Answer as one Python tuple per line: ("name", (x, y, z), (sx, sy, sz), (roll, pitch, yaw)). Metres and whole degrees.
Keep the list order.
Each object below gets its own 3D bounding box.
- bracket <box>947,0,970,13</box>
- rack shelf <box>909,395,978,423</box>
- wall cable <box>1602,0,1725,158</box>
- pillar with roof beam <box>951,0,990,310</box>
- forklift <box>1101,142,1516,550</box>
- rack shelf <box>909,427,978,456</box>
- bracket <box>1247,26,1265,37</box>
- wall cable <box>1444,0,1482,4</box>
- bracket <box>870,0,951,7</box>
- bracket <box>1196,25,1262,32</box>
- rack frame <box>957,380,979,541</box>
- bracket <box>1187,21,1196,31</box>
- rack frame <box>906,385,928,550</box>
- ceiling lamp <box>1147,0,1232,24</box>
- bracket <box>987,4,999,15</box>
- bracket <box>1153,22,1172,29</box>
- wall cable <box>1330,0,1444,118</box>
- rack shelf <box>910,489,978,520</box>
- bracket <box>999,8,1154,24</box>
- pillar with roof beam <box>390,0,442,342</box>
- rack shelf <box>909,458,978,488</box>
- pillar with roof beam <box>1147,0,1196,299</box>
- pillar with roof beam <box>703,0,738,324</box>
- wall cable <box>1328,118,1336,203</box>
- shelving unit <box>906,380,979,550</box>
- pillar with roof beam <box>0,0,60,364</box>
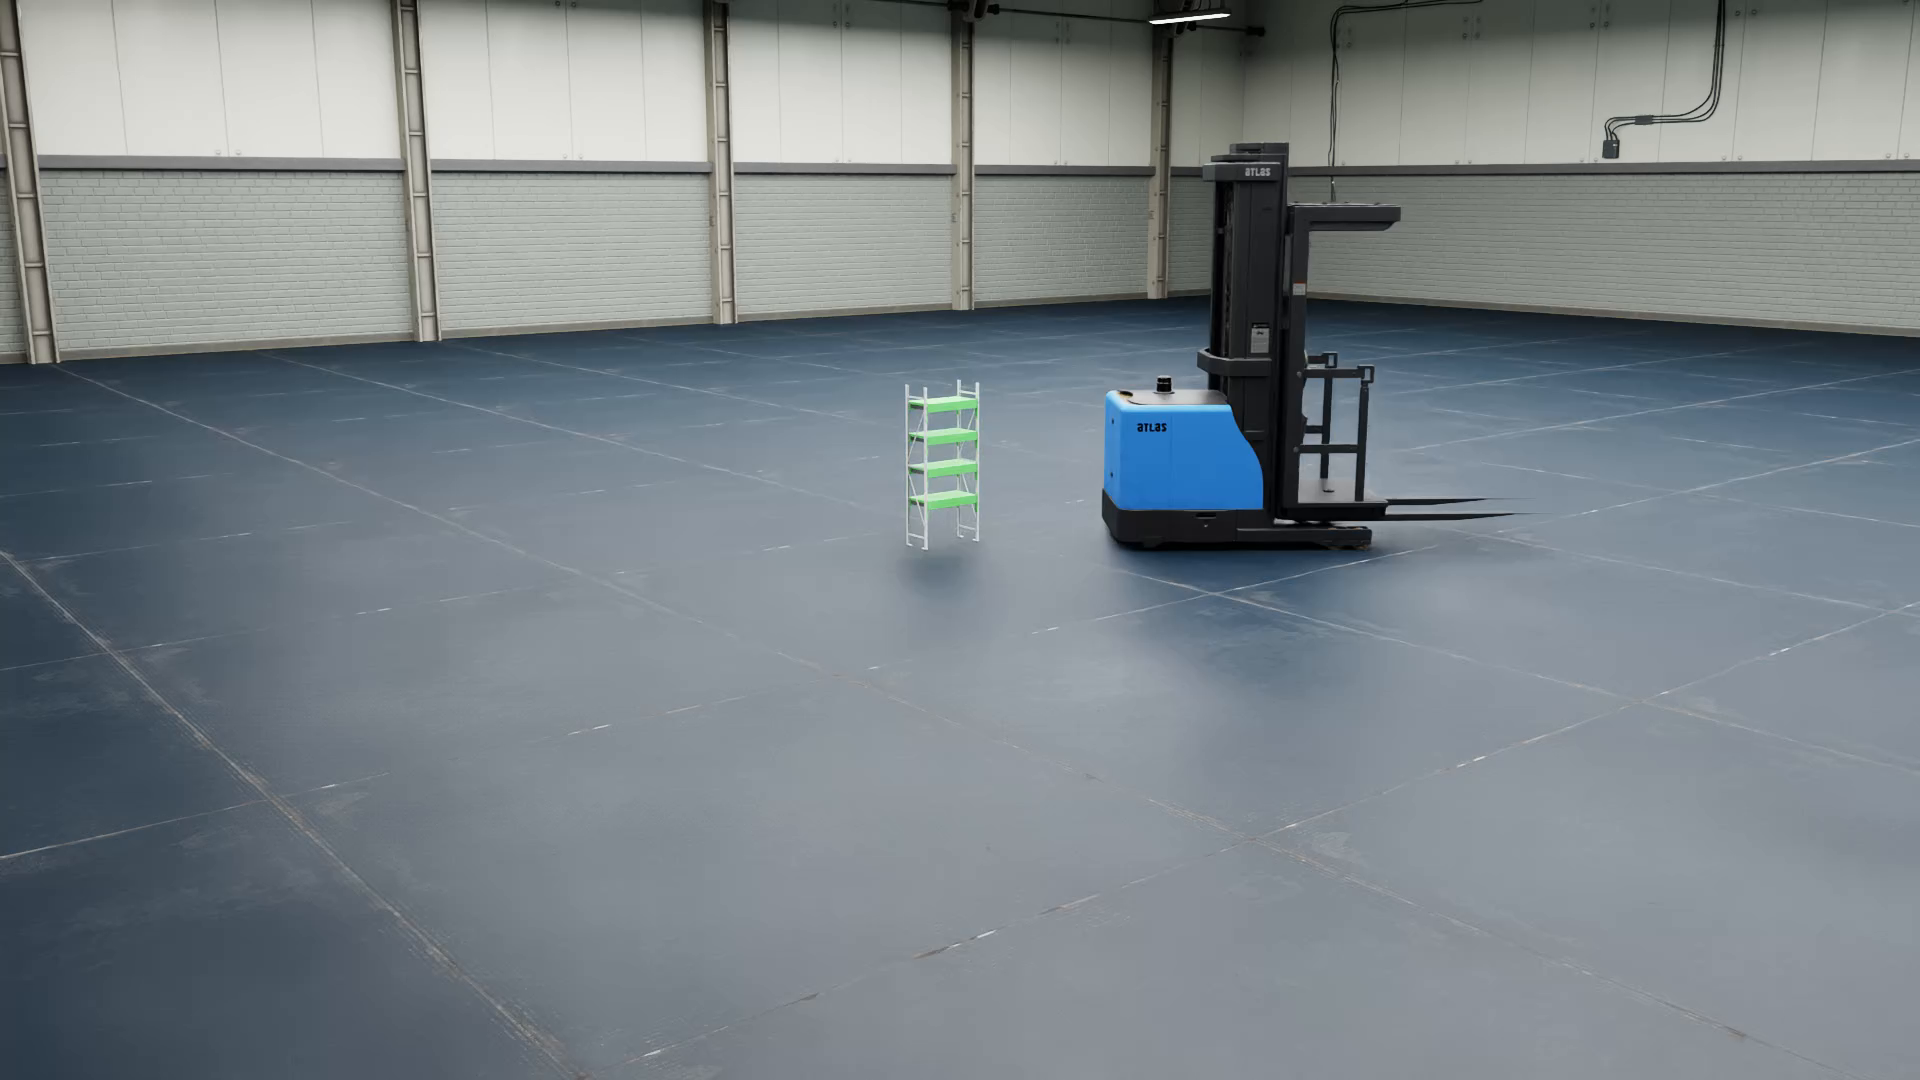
("bracket", (-0.040, -11.099, 34.567), (0.430, 0.232, 0.235), (-9, 15, -38))
("rack shelf", (-0.129, -0.972, 12.317), (0.480, 0.148, 0.258), (-9, 15, -38))
("wall cable", (13.792, -10.518, 32.308), (0.169, 6.003, 2.305), (-9, 15, -38))
("pillar with roof beam", (2.751, -8.751, 32.177), (0.548, 9.000, 9.100), (-9, 15, -38))
("forklift", (2.650, -1.469, 12.489), (3.031, 2.935, 1.130), (-1, 12, -3))
("rack shelf", (-0.129, -0.738, 12.366), (0.480, 0.148, 0.258), (-9, 15, -38))
("bracket", (7.144, -12.293, 40.189), (0.430, 0.232, 0.235), (-9, 15, -38))
("wall cable", (11.497, -12.632, 34.817), (0.112, 2.526, 3.097), (-9, 15, -38))
("bracket", (-2.052, -10.764, 32.992), (4.783, 0.066, 0.076), (-9, 15, -38))
("bracket", (6.682, -12.216, 39.828), (3.189, 0.066, 0.076), (-9, 15, -38))
("rack frame", (0.061, -0.597, 12.552), (0.015, 1.200, 0.240), (-9, 15, -38))
("bracket", (5.293, -11.985, 38.740), (0.430, 0.232, 0.235), (-9, 15, -38))
("rack frame", (-0.320, -0.534, 12.254), (0.015, 1.200, 0.240), (-9, 15, -38))
("ceiling lamp", (4.697, -11.812, 32.536), (0.800, 3.185, 2.000), (-9, 15, -38))
("bracket", (0.608, -11.207, 35.074), (0.430, 0.232, 0.235), (-9, 15, -38))
("bracket", (4.645, -11.877, 38.233), (0.430, 0.232, 0.235), (-9, 15, -38))
("wall cable", (9.564, -10.909, 37.654), (0.112, 2.526, 3.097), (-9, 15, -38))
("rack shelf", (-0.129, -0.268, 12.466), (0.480, 0.148, 0.258), (-9, 15, -38))
("bracket", (2.633, -11.543, 36.659), (4.783, 0.066, 0.076), (-9, 15, -38))
("pillar with roof beam", (-6.619, -7.194, 24.844), (0.400, 9.000, 9.100), (-9, 15, -38))
("rack shelf", (-0.129, -0.503, 12.416), (0.480, 0.148, 0.258), (-9, 15, -38))
("pillar with roof beam", (7.437, -9.530, 35.844), (0.548, 9.000, 9.100), (-9, 15, -38))
("pillar with roof beam", (-1.934, -7.973, 28.511), (0.548, 9.000, 9.100), (-9, 15, -38))
("wall cable", (7.874, -8.877, 40.245), (0.112, 2.526, 3.097), (-9, 15, -38))
("shelving unit", (-0.129, -0.565, 12.403), (0.503, 1.200, 0.258), (-9, 15, -38))
("pillar with roof beam", (-11.304, -6.416, 21.178), (0.400, 9.000, 9.100), (-9, 15, -38))
